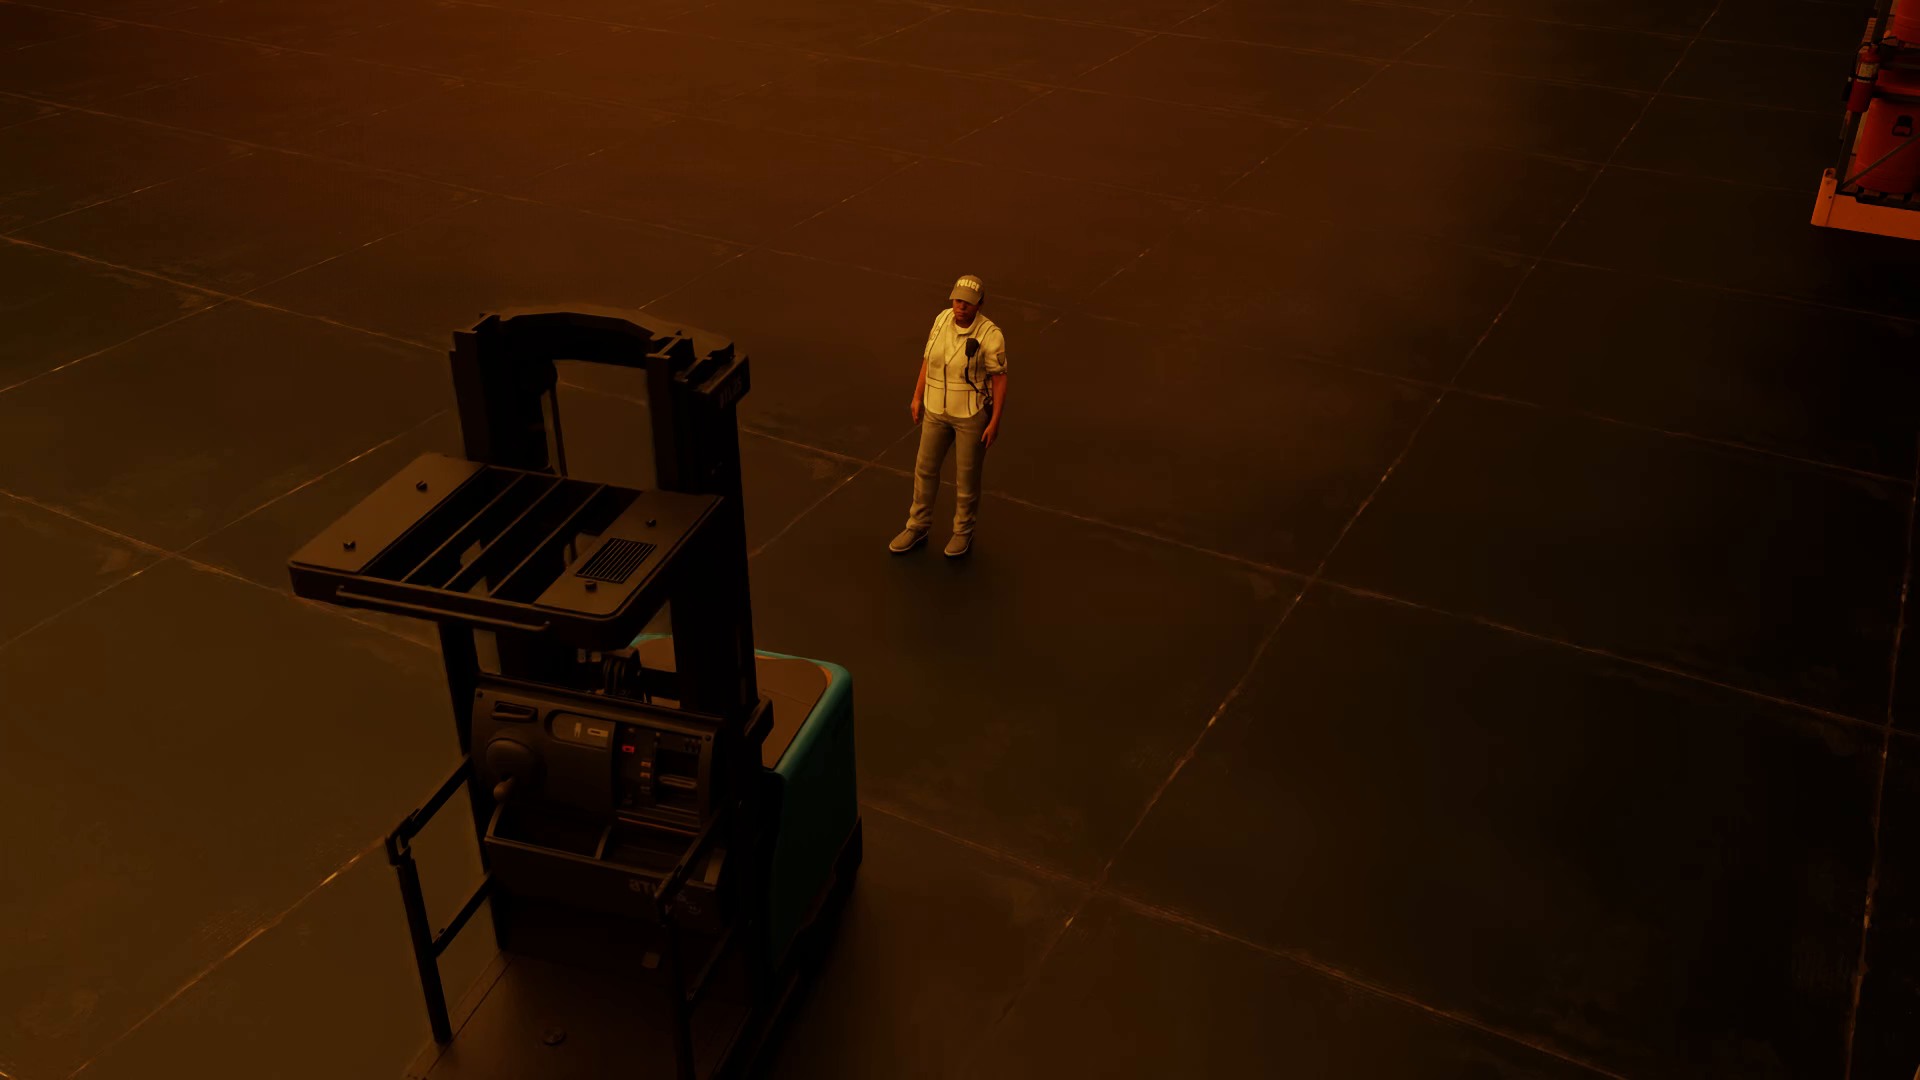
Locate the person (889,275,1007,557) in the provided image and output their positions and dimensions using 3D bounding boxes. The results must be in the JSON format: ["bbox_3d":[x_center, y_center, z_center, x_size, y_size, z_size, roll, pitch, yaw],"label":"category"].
[{"bbox_3d":[-0.057,-0.700,9.534,0.598,1.670,0.529,15,33,25],"label":"person"}]

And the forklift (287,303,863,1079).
[{"bbox_3d":[-1.350,0.818,5.654,1.130,2.935,3.031,9,31,15],"label":"forklift"}]
